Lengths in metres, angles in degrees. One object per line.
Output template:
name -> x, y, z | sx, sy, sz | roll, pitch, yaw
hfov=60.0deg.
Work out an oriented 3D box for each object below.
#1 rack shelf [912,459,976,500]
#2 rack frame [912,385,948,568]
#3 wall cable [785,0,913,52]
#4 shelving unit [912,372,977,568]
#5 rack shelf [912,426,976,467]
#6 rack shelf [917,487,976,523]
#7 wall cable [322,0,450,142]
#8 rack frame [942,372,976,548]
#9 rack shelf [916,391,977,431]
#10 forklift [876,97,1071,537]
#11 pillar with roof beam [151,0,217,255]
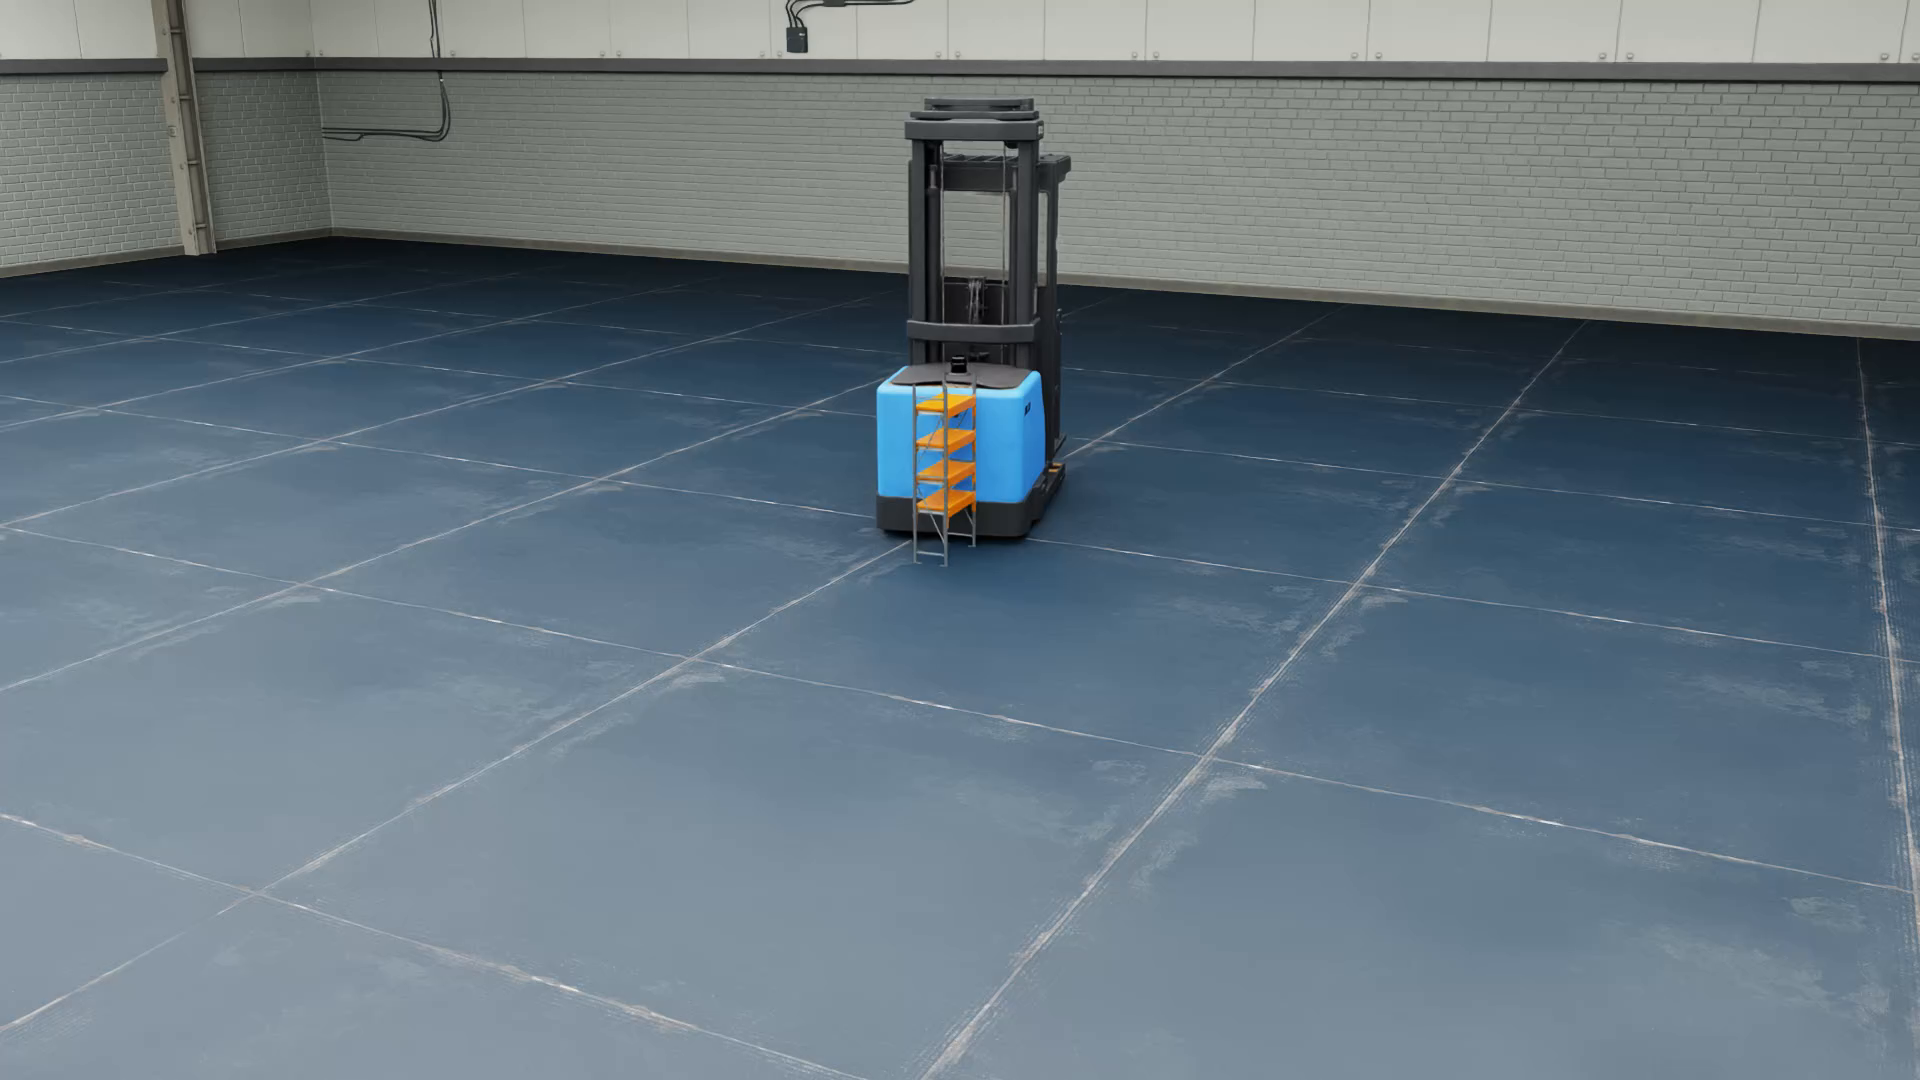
rack shelf -> -0.100, -0.406, 11.020 | 0.258, 0.148, 0.480 | 7, 18, 22
rack frame -> -0.194, -0.406, 10.784 | 0.240, 1.200, 0.015 | 7, 18, 22
wall cable -> -1.543, -10.038, 23.542 | 2.305, 6.003, 0.169 | 8, 18, 25
shelving unit -> -0.100, -0.470, 11.000 | 0.258, 1.200, 0.503 | 7, 18, 22
rack shelf -> -0.100, -0.620, 10.956 | 0.258, 0.148, 0.480 | 7, 18, 22
rack shelf -> -0.100, -0.215, 11.076 | 0.258, 0.148, 0.480 | 7, 18, 22
wall cable -> -10.029, -8.131, 28.549 | 3.097, 2.526, 0.112 | 8, 18, 25
rack frame -> -0.007, -0.534, 11.216 | 0.240, 1.200, 0.015 | 7, 18, 22
rack shelf -> -0.100, -0.847, 10.888 | 0.258, 0.148, 0.480 | 7, 18, 22
forklift -> 0.215, -1.803, 12.447 | 1.130, 2.935, 3.031 | 3, 17, 11
pillar with roof beam -> -8.677, -8.490, 24.303 | 9.100, 9.000, 0.400 | 8, 18, 25
